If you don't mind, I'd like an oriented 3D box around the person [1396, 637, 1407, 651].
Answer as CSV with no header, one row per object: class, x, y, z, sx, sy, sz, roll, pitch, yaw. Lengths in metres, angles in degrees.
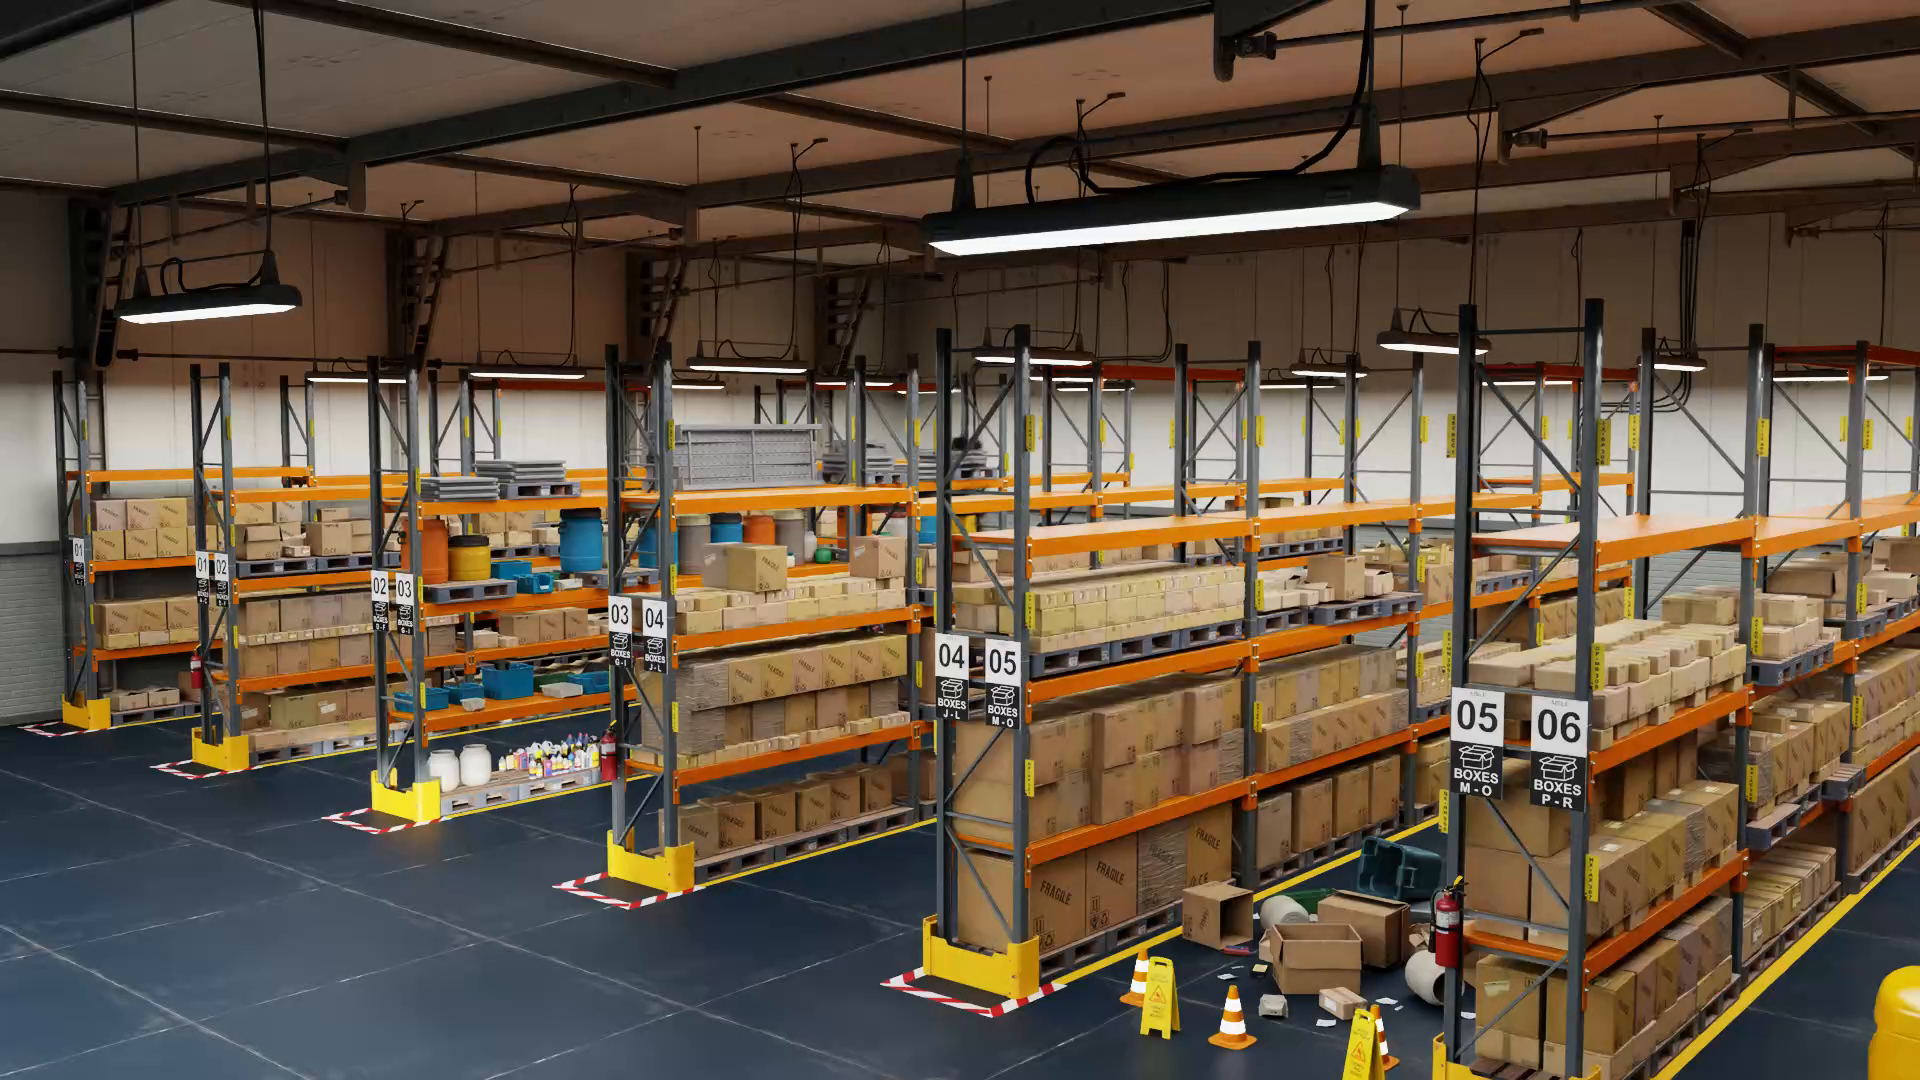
person,7.223,2.397,26.736,0.657,1.735,1.013,4,5,41
